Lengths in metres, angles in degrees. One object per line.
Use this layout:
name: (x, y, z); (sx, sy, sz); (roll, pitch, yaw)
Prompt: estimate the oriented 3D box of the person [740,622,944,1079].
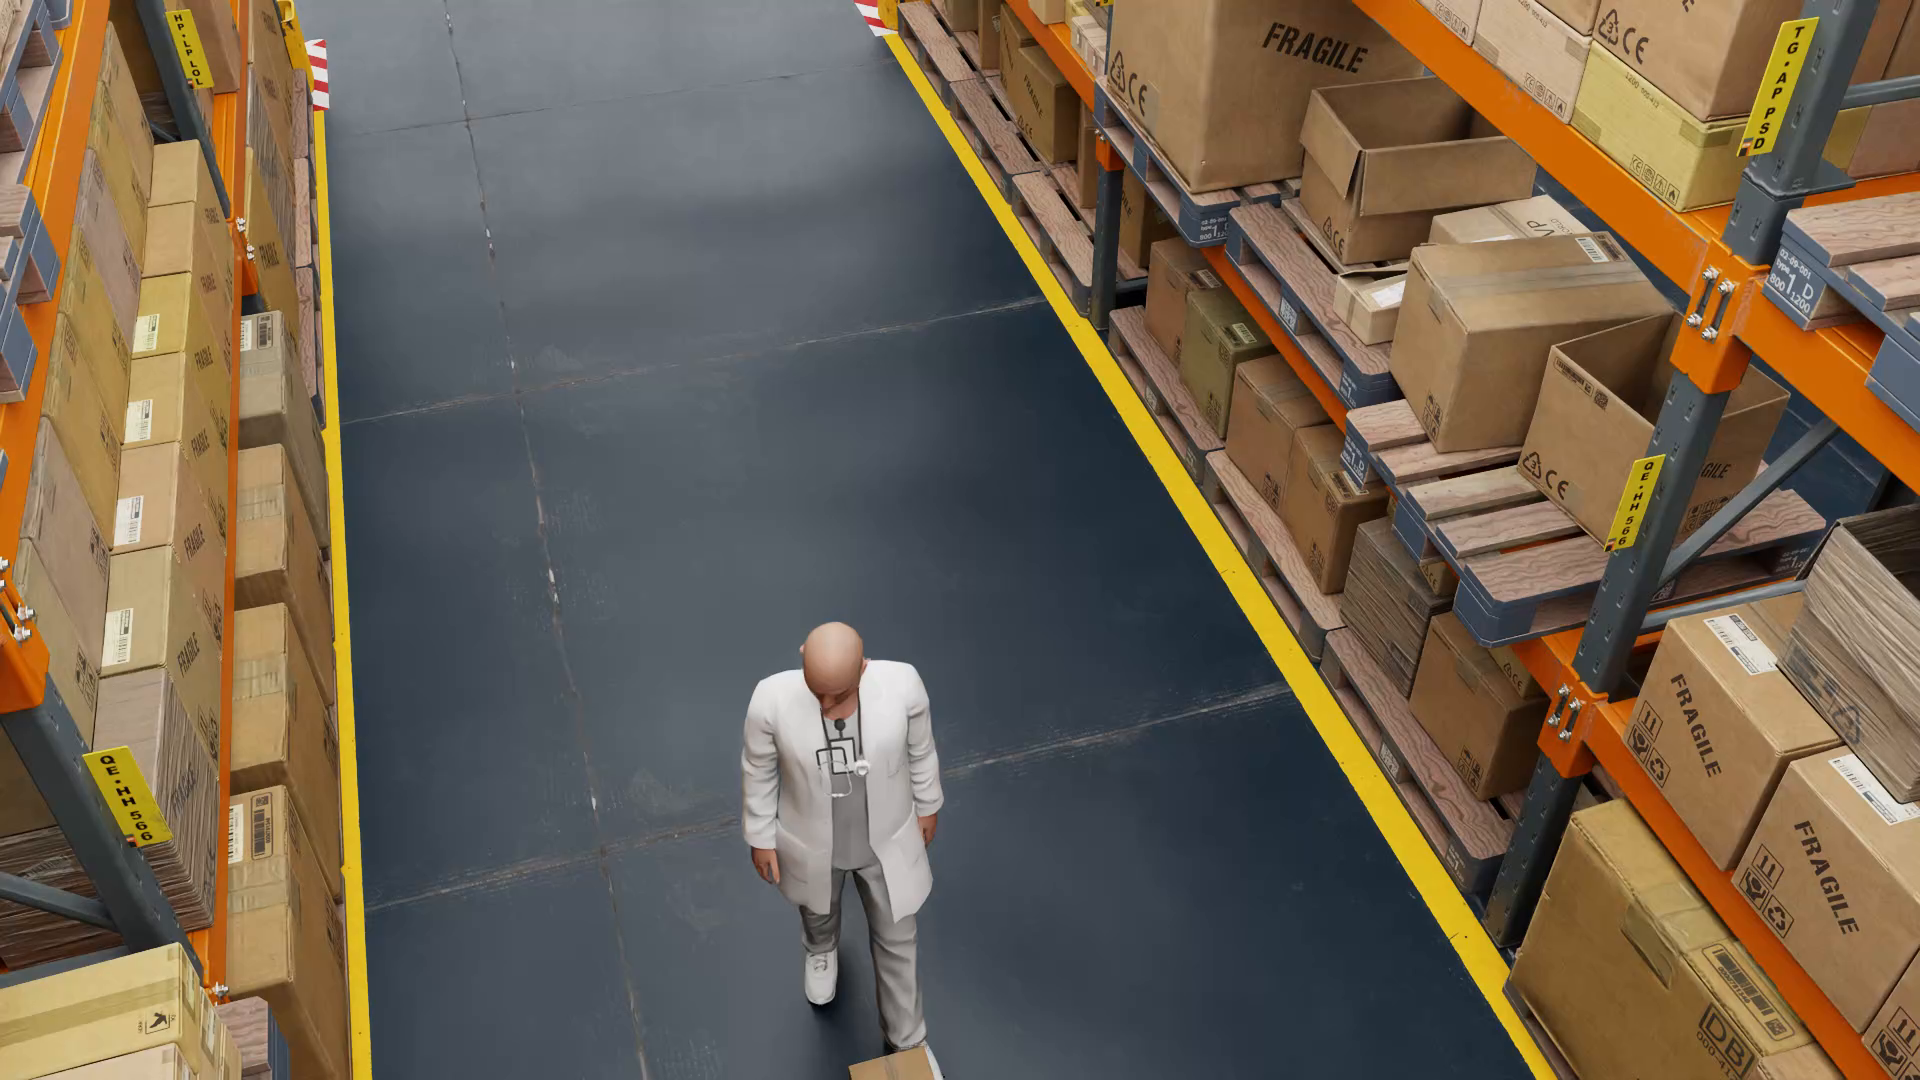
person: (-0.342, 0.955, 5.092); (0.632, 1.758, 0.805); (-6, 42, -7)
